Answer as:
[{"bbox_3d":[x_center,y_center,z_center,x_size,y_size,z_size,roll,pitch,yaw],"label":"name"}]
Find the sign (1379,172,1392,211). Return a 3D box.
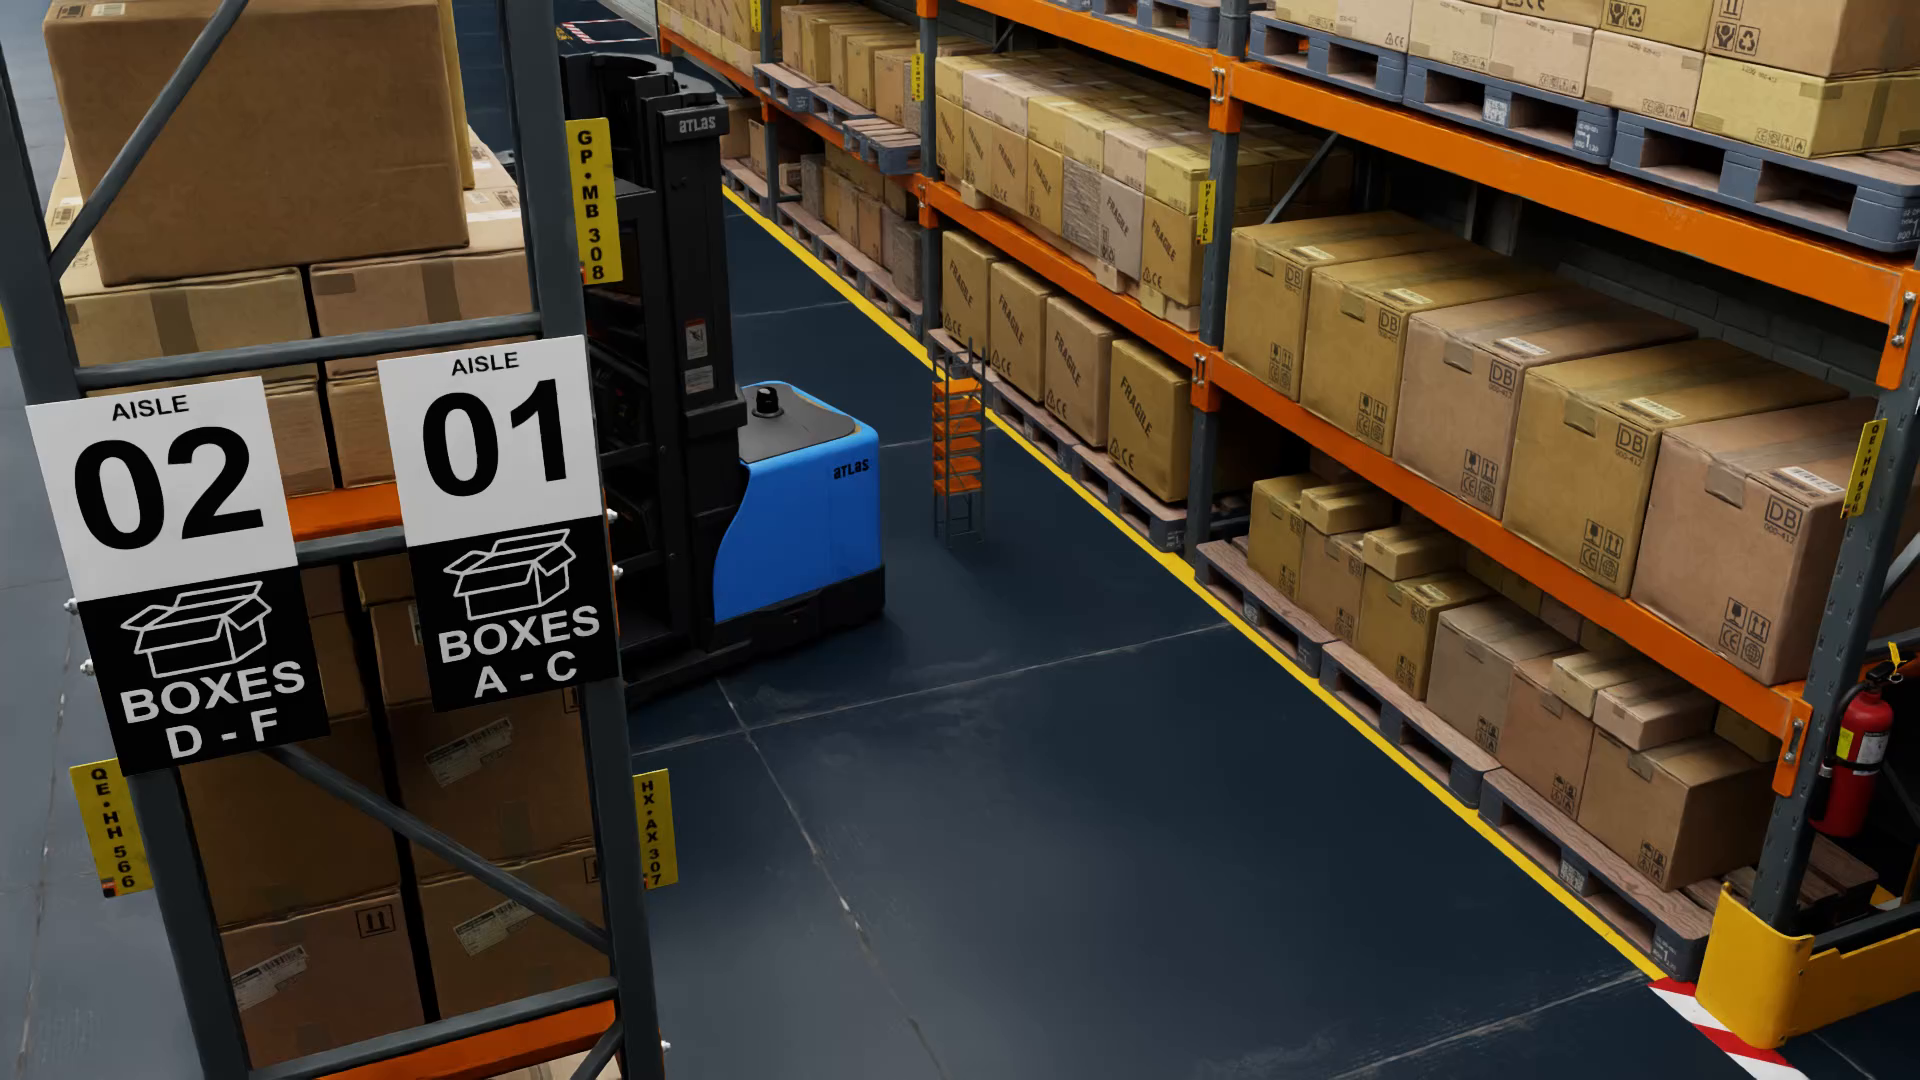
[{"bbox_3d":[2.273,-1.817,8.976,0.100,0.325,0.005,-11,28,-21],"label":"sign"}]

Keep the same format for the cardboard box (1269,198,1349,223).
[{"bbox_3d":[1.815,-1.713,9.364,0.500,0.500,0.500,-12,28,-22],"label":"cardboard box"}]

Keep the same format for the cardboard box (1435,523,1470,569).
[{"bbox_3d":[2.498,-0.006,7.974,0.380,0.149,0.250,-10,28,-20],"label":"cardboard box"}]

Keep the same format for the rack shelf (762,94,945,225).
[{"bbox_3d":[-0.586,-3.396,14.106,1.077,0.370,4.000,-11,28,-21],"label":"rack shelf"}]

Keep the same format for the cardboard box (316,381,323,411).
[{"bbox_3d":[-1.856,-0.476,4.057,0.500,0.250,0.500,-11,28,-21],"label":"cardboard box"}]

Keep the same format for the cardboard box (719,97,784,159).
[{"bbox_3d":[-2.283,-4.386,17.662,0.700,0.500,0.500,-12,29,-24],"label":"cardboard box"}]

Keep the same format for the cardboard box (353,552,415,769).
[{"bbox_3d":[-1.370,0.242,4.581,0.500,0.500,0.500,-10,28,-20],"label":"cardboard box"}]

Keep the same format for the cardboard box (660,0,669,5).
[{"bbox_3d":[-3.026,-6.175,18.272,0.500,0.500,0.500,-11,28,-21],"label":"cardboard box"}]

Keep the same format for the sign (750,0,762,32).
[{"bbox_3d":[-1.866,-4.819,15.214,0.100,0.325,0.005,-11,28,-21],"label":"sign"}]

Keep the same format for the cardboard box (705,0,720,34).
[{"bbox_3d":[-2.227,-5.348,16.579,0.500,0.500,0.500,-11,28,-22],"label":"cardboard box"}]

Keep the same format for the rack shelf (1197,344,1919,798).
[{"bbox_3d":[2.547,-0.166,7.491,1.077,0.370,4.000,-11,28,-21],"label":"rack shelf"}]

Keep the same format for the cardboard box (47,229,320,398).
[{"bbox_3d":[-1.662,-0.498,3.533,0.500,0.250,0.500,-11,28,-21],"label":"cardboard box"}]

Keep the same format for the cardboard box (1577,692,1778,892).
[{"bbox_3d":[2.964,0.987,6.679,0.700,0.500,0.500,-11,28,-21],"label":"cardboard box"}]

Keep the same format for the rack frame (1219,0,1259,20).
[{"bbox_3d":[1.763,-3.992,7.671,1.000,3.000,0.127,-11,28,-21],"label":"rack frame"}]

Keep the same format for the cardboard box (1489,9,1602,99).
[{"bbox_3d":[2.386,-1.865,6.311,0.500,0.250,0.500,-11,28,-22],"label":"cardboard box"}]

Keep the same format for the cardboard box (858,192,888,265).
[{"bbox_3d":[-0.448,-2.691,14.191,0.700,0.500,0.500,-11,28,-21],"label":"cardboard box"}]

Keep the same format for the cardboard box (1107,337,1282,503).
[{"bbox_3d":[1.389,-0.759,9.858,0.750,0.750,0.750,-10,28,-20],"label":"cardboard box"}]

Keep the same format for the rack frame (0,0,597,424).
[{"bbox_3d":[-1.227,-1.525,2.617,1.000,3.000,0.127,-11,28,-21],"label":"rack frame"}]

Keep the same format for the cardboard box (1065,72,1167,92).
[{"bbox_3d":[1.011,-2.880,10.900,0.500,0.250,0.500,-11,28,-22],"label":"cardboard box"}]

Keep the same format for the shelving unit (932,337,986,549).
[{"bbox_3d":[-0.006,-0.545,9.499,0.258,1.200,0.189,-11,28,-21],"label":"shelving unit"}]

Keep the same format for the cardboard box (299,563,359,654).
[{"bbox_3d":[-1.853,0.340,4.381,0.500,0.500,0.500,-10,28,-19],"label":"cardboard box"}]

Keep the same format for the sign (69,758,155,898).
[{"bbox_3d":[-1.745,0.596,3.431,0.100,0.325,0.005,-11,28,-21],"label":"sign"}]

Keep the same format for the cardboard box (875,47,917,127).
[{"bbox_3d":[-0.240,-3.563,13.013,0.700,0.500,0.500,-13,29,-25],"label":"cardboard box"}]

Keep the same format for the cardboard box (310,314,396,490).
[{"bbox_3d":[-1.194,-0.361,3.822,0.500,0.250,0.500,-11,28,-21],"label":"cardboard box"}]

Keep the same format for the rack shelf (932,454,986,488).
[{"bbox_3d":[-0.006,-0.397,9.571,0.258,0.103,0.180,-11,28,-21],"label":"rack shelf"}]

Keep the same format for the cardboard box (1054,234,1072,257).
[{"bbox_3d":[0.820,-1.910,10.507,0.380,0.149,0.250,-10,28,-19],"label":"cardboard box"}]

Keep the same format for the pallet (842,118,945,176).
[{"bbox_3d":[-0.180,-3.095,12.888,1.213,0.211,1.003,-11,28,-21],"label":"pallet"}]

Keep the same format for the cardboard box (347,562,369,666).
[{"bbox_3d":[-1.955,0.084,6.046,0.500,0.500,0.500,-10,28,-19],"label":"cardboard box"}]

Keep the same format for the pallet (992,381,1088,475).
[{"bbox_3d":[0.910,-0.835,11.220,1.003,0.211,1.213,-11,28,-21],"label":"pallet"}]

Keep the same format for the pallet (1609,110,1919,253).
[{"bbox_3d":[3.030,-1.288,5.651,1.003,0.211,1.213,-11,28,-21],"label":"pallet"}]

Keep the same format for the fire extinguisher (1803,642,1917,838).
[{"bbox_3d":[2.964,0.661,5.491,0.296,0.674,0.183,-11,28,-21],"label":"fire extinguisher"}]

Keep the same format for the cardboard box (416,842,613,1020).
[{"bbox_3d":[-1.158,0.901,4.371,0.500,0.500,0.500,-10,28,-20],"label":"cardboard box"}]

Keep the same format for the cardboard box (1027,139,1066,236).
[{"bbox_3d":[0.753,-2.237,10.436,0.500,0.500,0.500,-10,28,-19],"label":"cardboard box"}]

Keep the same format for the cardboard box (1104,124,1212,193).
[{"bbox_3d":[1.154,-2.174,9.453,0.500,0.250,0.500,-10,28,-19],"label":"cardboard box"}]

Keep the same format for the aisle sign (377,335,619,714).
[{"bbox_3d":[-0.930,-0.020,3.410,0.394,0.787,0.004,-11,28,-21],"label":"aisle sign"}]

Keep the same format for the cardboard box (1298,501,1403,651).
[{"bbox_3d":[2.156,0.161,8.372,0.700,0.500,0.500,-11,28,-21],"label":"cardboard box"}]

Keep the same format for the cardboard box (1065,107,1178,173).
[{"bbox_3d":[0.954,-2.380,9.875,0.500,0.250,0.500,-10,28,-20],"label":"cardboard box"}]

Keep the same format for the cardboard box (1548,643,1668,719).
[{"bbox_3d":[2.645,0.572,6.790,0.380,0.149,0.250,-10,28,-19],"label":"cardboard box"}]

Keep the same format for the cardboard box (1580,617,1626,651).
[{"bbox_3d":[2.900,0.406,7.130,0.380,0.149,0.250,-10,28,-20],"label":"cardboard box"}]

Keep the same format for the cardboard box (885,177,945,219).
[{"bbox_3d":[-0.299,-2.845,13.652,0.500,0.250,0.500,-10,28,-20],"label":"cardboard box"}]

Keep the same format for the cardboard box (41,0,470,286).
[{"bbox_3d":[-1.443,-0.876,3.453,0.700,0.500,0.500,-11,28,-21],"label":"cardboard box"}]

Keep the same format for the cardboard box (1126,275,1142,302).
[{"bbox_3d":[1.190,-1.491,9.648,0.380,0.149,0.250,-10,28,-19],"label":"cardboard box"}]

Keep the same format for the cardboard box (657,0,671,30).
[{"bbox_3d":[-3.037,-5.831,18.422,0.500,0.250,0.500,-11,28,-22],"label":"cardboard box"}]

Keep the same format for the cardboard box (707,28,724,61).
[{"bbox_3d":[-2.233,-5.010,16.740,0.500,0.250,0.500,-11,28,-21],"label":"cardboard box"}]

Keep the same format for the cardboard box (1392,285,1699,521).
[{"bbox_3d":[2.536,-0.622,7.263,0.980,0.700,0.700,-12,28,-23],"label":"cardboard box"}]

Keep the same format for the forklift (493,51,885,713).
[{"bbox_3d":[-1.877,-0.685,7.812,3.031,2.935,1.130,-19,32,-33],"label":"forklift"}]

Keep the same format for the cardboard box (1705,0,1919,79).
[{"bbox_3d":[2.792,-1.782,5.285,0.500,0.500,0.500,-11,28,-21],"label":"cardboard box"}]

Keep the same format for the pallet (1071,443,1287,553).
[{"bbox_3d":[1.392,-0.342,10.210,1.003,0.211,1.213,-11,28,-21],"label":"pallet"}]

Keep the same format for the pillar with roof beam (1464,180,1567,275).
[{"bbox_3d":[-1.128,-3.119,5.881,9.100,9.000,0.400,-11,28,-21],"label":"pillar with roof beam"}]

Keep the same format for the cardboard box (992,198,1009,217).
[{"bbox_3d":[0.442,-2.329,11.366,0.380,0.149,0.250,-11,28,-21],"label":"cardboard box"}]

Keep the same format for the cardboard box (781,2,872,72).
[{"bbox_3d":[-1.202,-4.558,15.050,0.700,0.500,0.500,-10,28,-20],"label":"cardboard box"}]

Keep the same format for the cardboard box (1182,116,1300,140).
[{"bbox_3d":[1.612,-2.262,9.633,0.500,0.250,0.500,-10,28,-20],"label":"cardboard box"}]

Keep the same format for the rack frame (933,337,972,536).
[{"bbox_3d":[-0.042,-0.582,9.574,0.240,1.200,0.006,-11,28,-21],"label":"rack frame"}]
